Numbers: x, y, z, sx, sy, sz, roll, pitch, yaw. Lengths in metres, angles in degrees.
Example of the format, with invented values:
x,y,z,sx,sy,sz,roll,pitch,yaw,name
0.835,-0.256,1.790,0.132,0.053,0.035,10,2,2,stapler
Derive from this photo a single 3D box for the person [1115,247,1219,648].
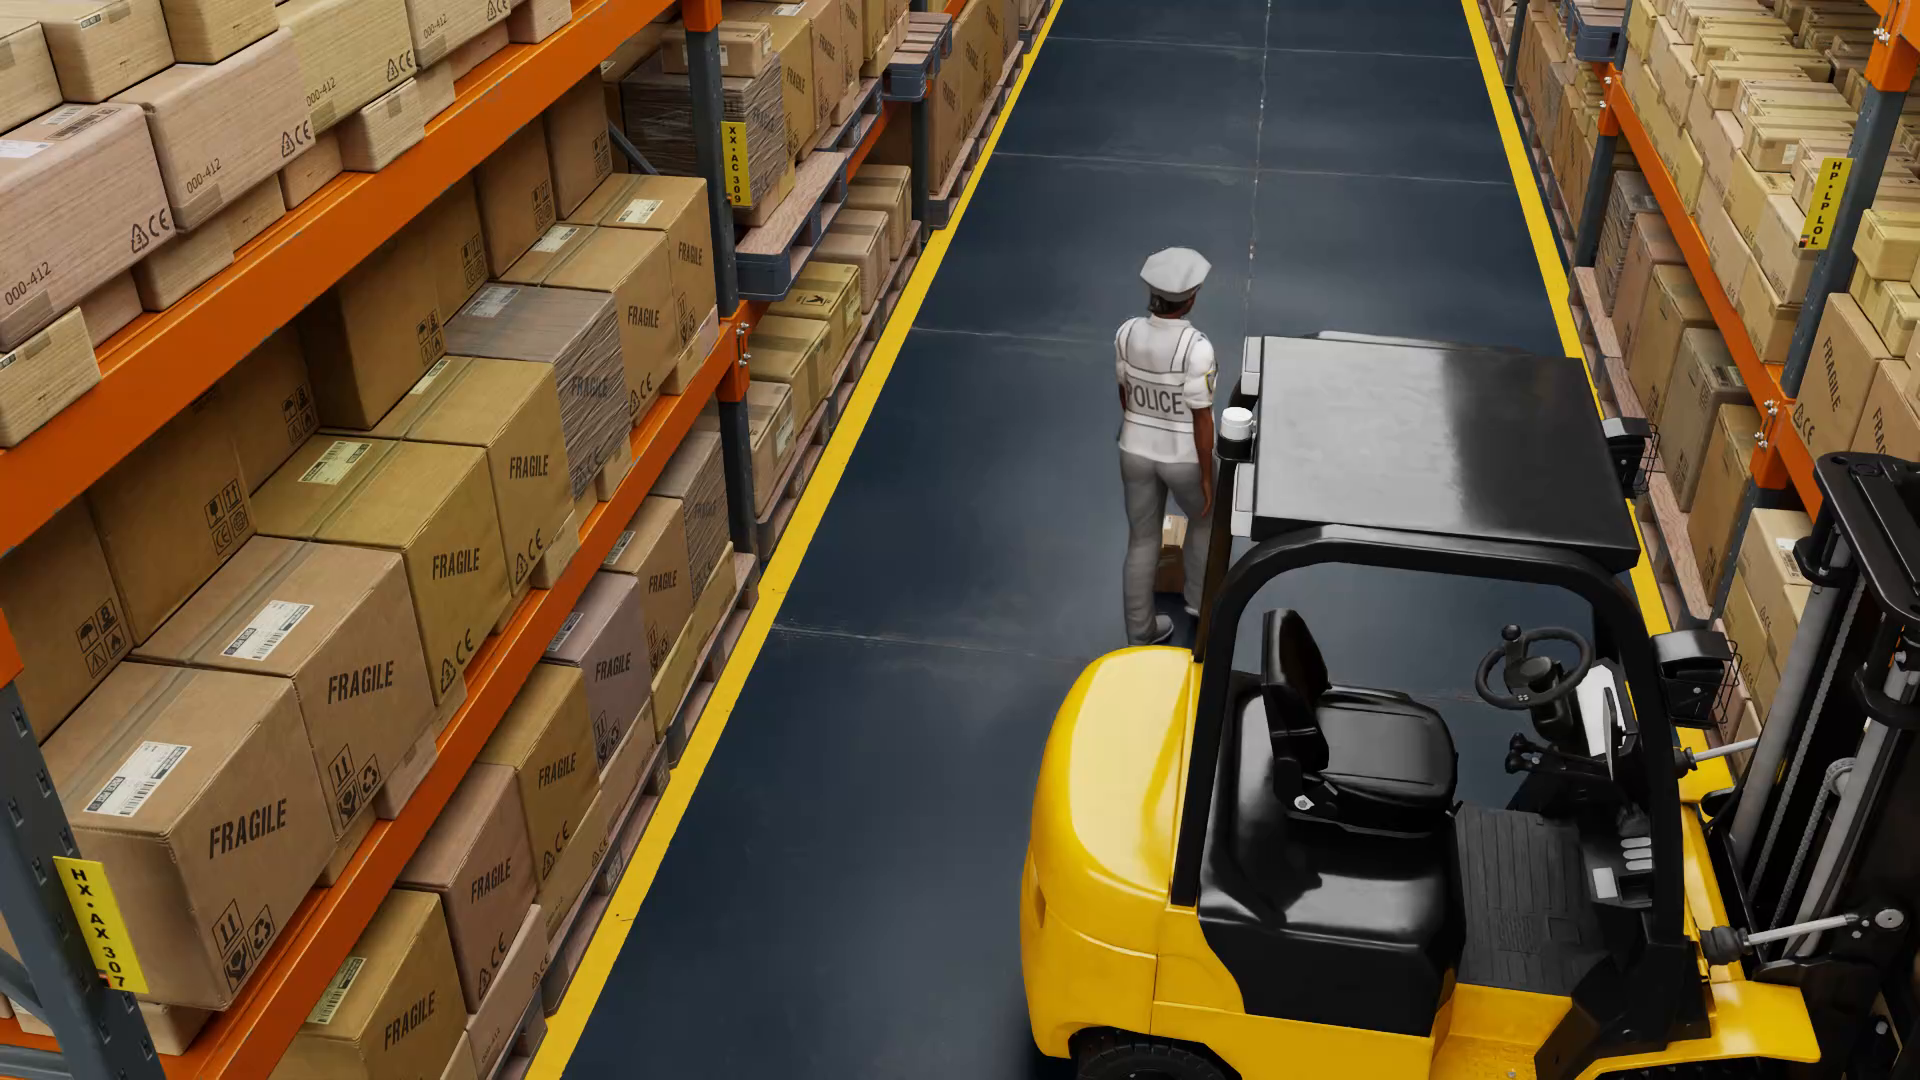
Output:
x,y,z,sx,sy,sz,roll,pitch,yaw,name
0.842,-0.319,6.670,0.500,1.723,0.582,17,37,25,person
